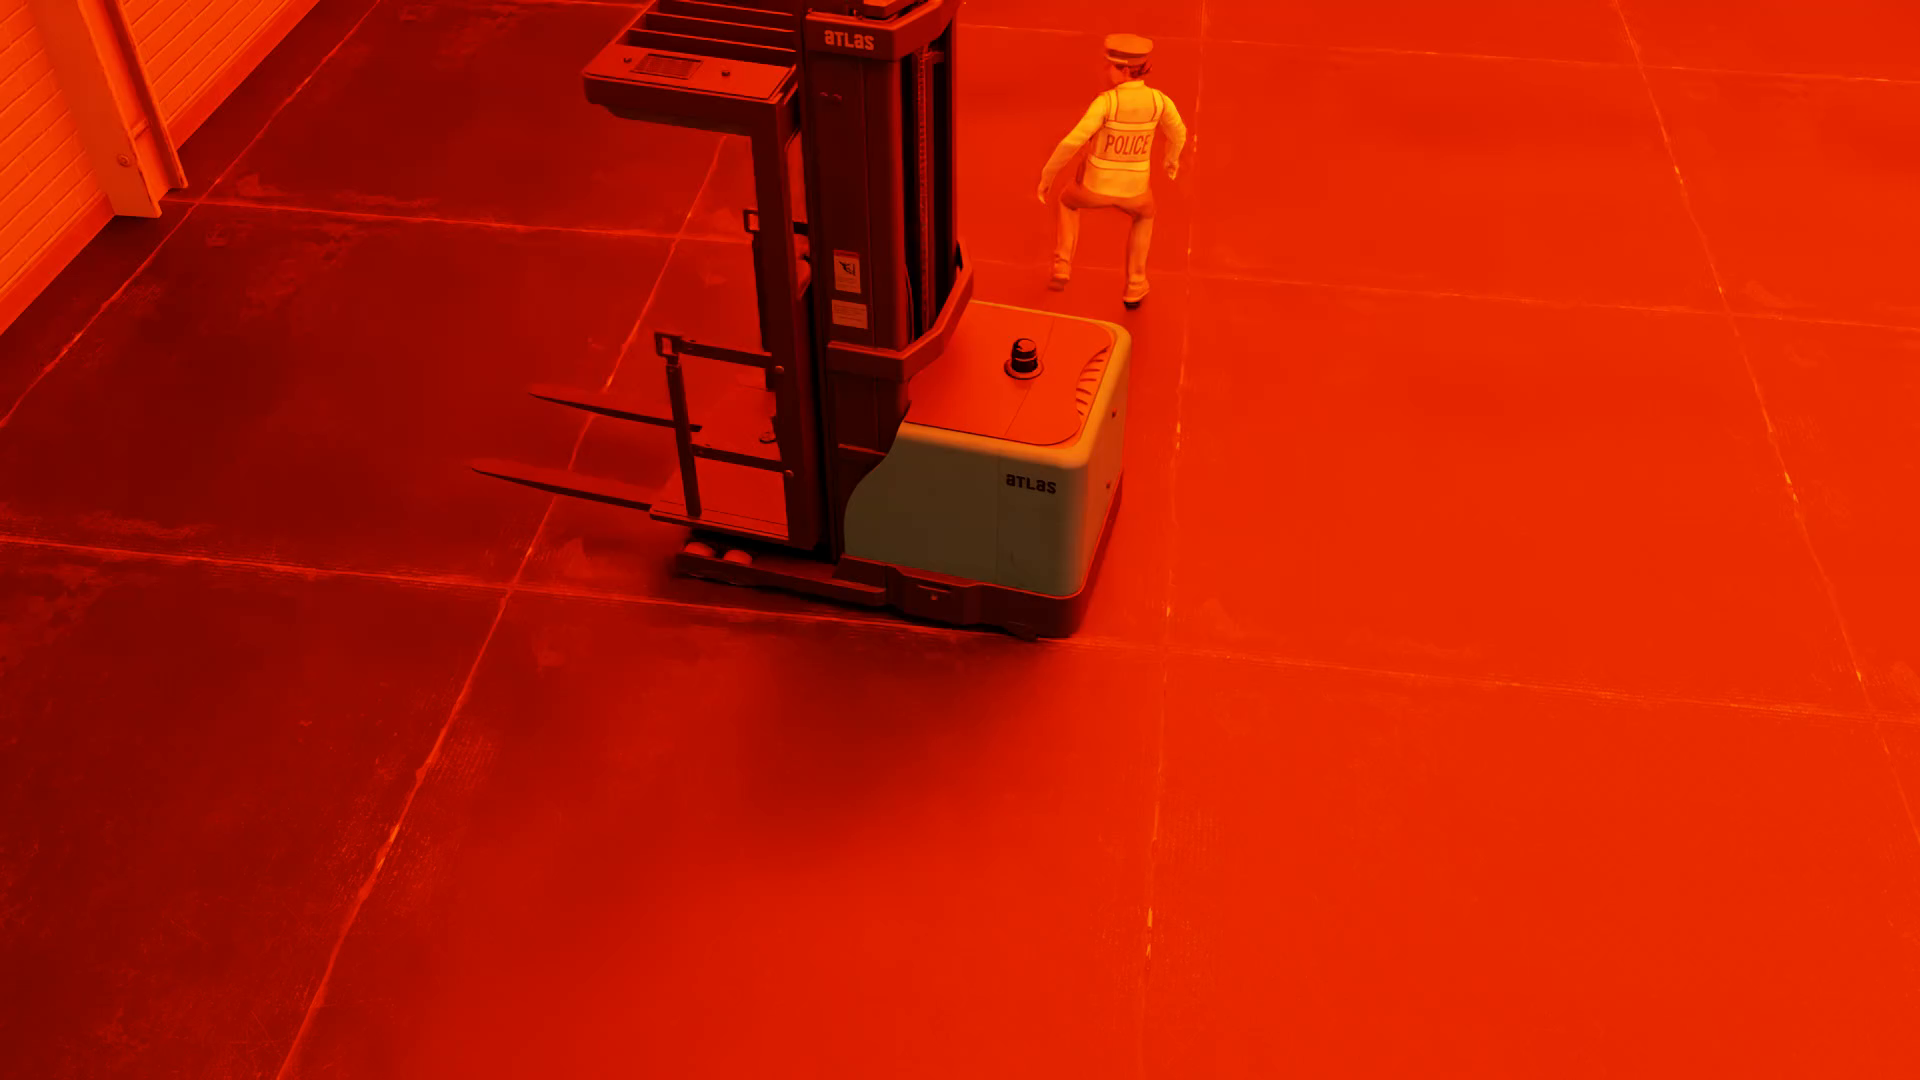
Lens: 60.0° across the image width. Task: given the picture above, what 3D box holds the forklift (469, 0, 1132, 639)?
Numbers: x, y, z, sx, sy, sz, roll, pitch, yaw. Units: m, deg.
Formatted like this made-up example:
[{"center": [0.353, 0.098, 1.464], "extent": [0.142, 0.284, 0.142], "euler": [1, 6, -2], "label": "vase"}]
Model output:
[{"center": [-0.803, -1.202, 7.033], "extent": [3.031, 2.935, 1.130], "euler": [11, 44, 12], "label": "forklift"}]

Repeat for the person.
[{"center": [0.801, -1.942, 8.879], "extent": [0.804, 1.561, 0.516], "euler": [-2, 43, -2], "label": "person"}]
